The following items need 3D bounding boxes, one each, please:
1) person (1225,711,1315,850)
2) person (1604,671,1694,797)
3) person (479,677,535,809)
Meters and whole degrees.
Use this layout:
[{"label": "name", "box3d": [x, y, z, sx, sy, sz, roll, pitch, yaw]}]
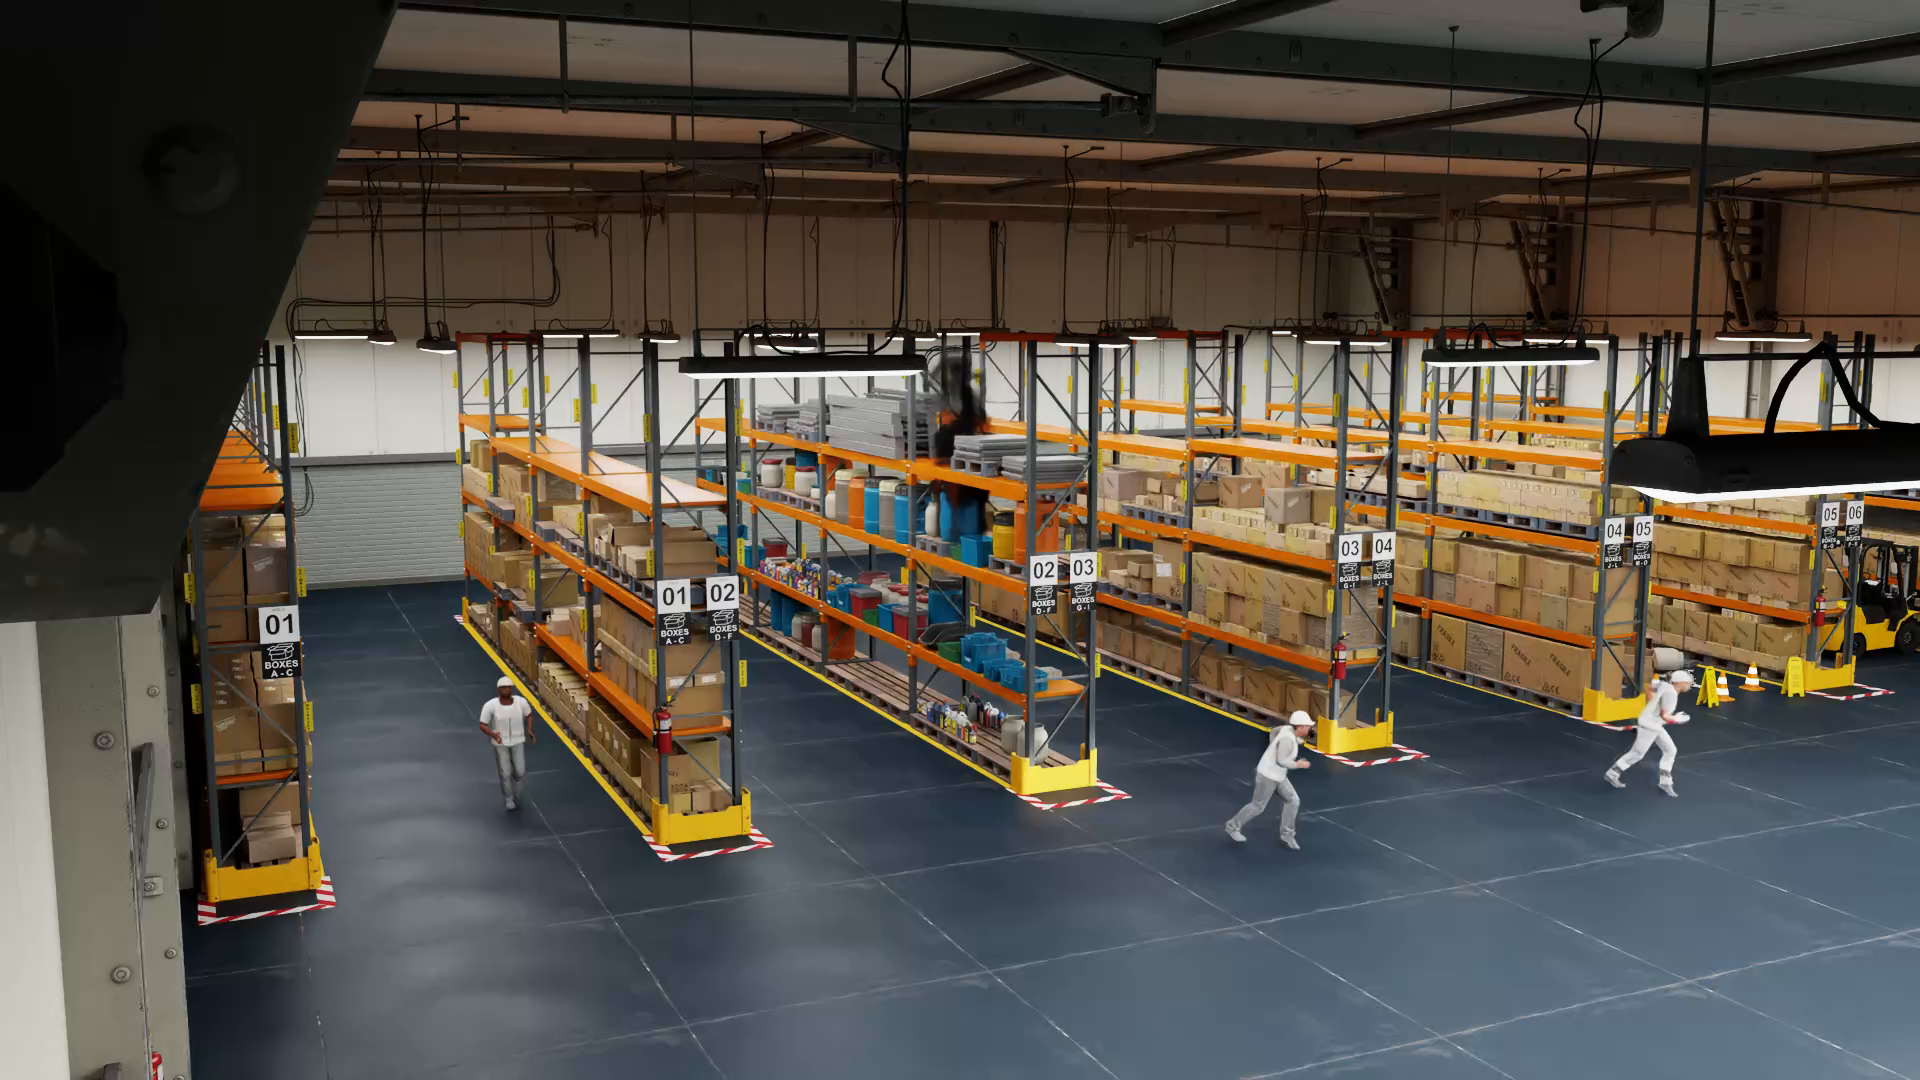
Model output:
[{"label": "person", "box3d": [3.696, 2.862, 19.856, 1.033, 1.731, 0.701, 2, 8, 15]}, {"label": "person", "box3d": [9.128, 2.556, 22.065, 1.037, 1.731, 0.705, 3, 8, 19]}, {"label": "person", "box3d": [-5.809, 2.608, 21.397, 0.700, 1.723, 0.583, -4, 9, -26]}]
